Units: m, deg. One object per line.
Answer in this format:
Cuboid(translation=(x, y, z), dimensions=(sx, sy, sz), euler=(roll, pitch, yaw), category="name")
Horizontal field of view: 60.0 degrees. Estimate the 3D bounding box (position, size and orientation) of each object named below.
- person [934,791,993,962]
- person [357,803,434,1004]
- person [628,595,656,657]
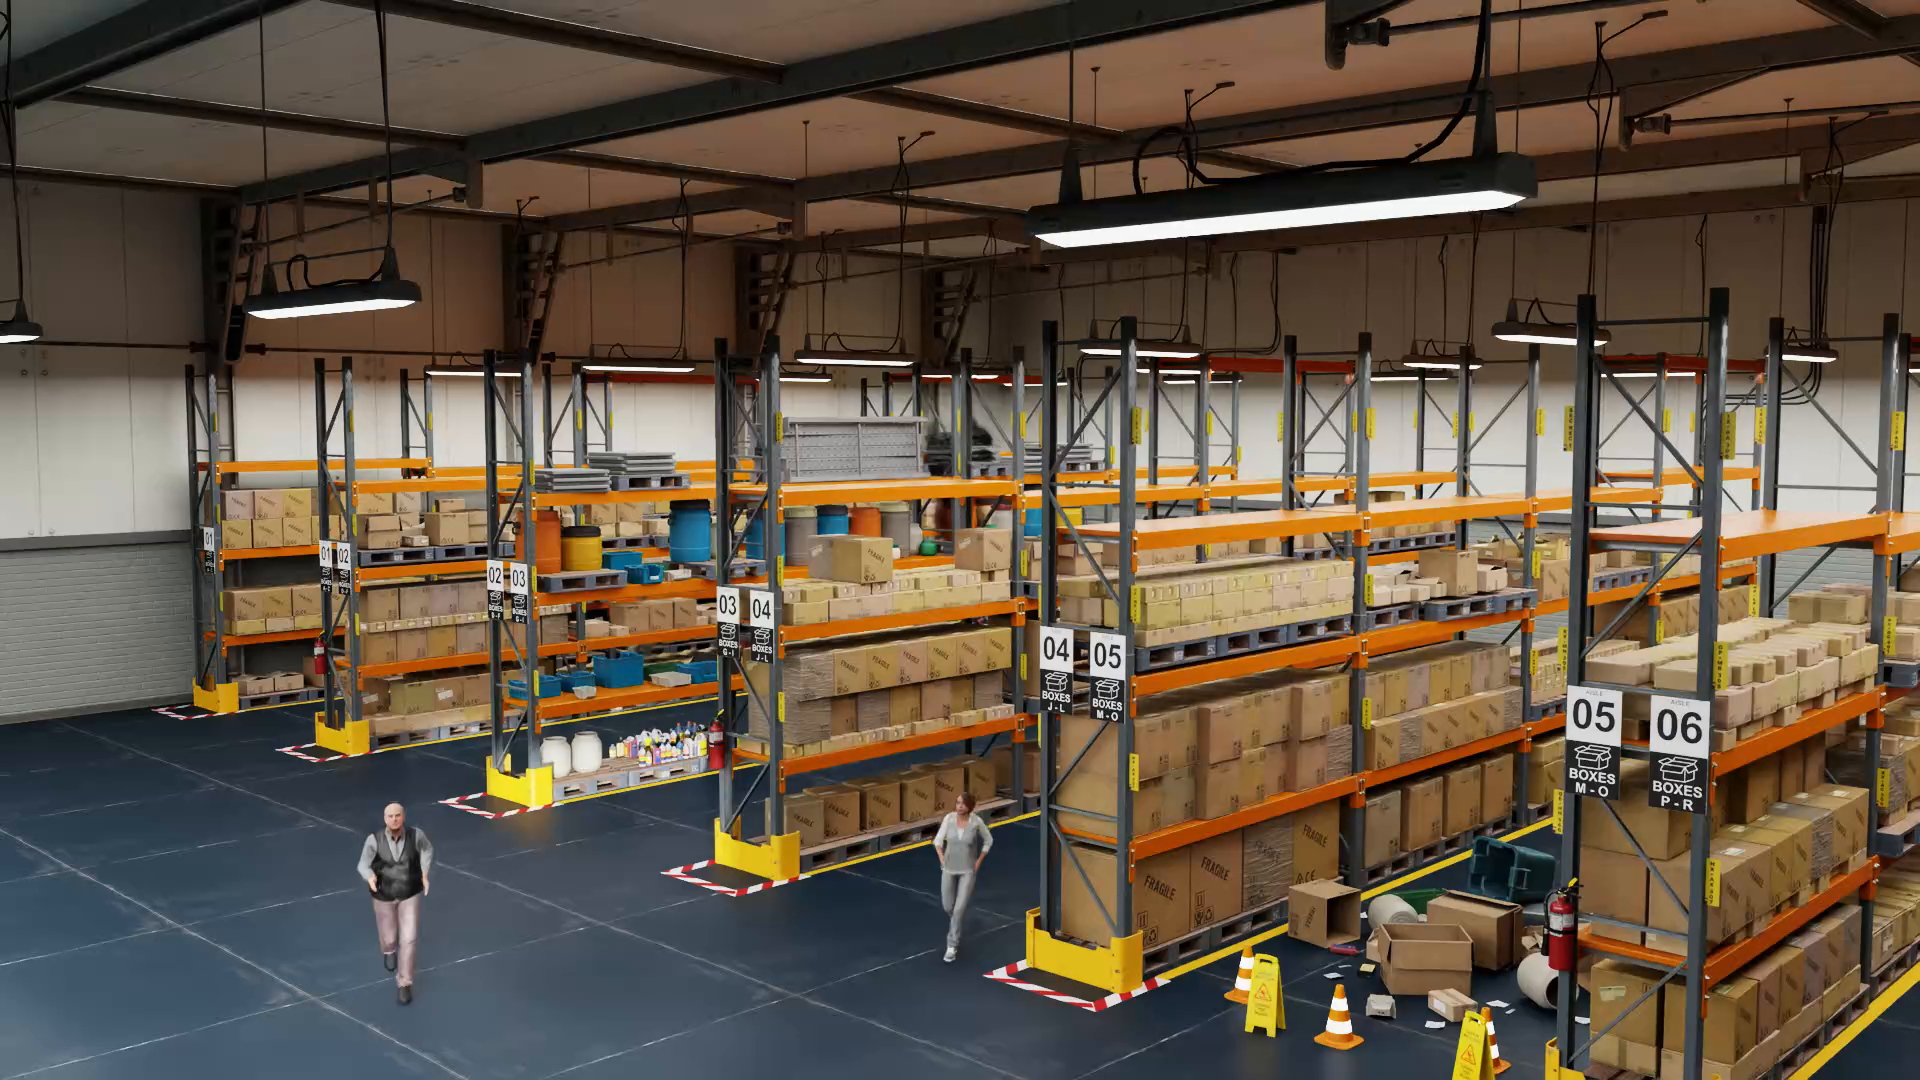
Cuboid(translation=(0.032, 3.171, 15.942), dimensions=(0.558, 1.584, 0.704), euler=(1, 4, 12), category="person")
Cuboid(translation=(-5.024, 3.174, 14.841), dimensions=(0.648, 1.709, 0.934), euler=(-1, 5, -19), category="person")
Cuboid(translation=(-6.095, 1.822, 31.793), dimensions=(0.662, 1.768, 0.989), euler=(3, 5, 34), category="person")
